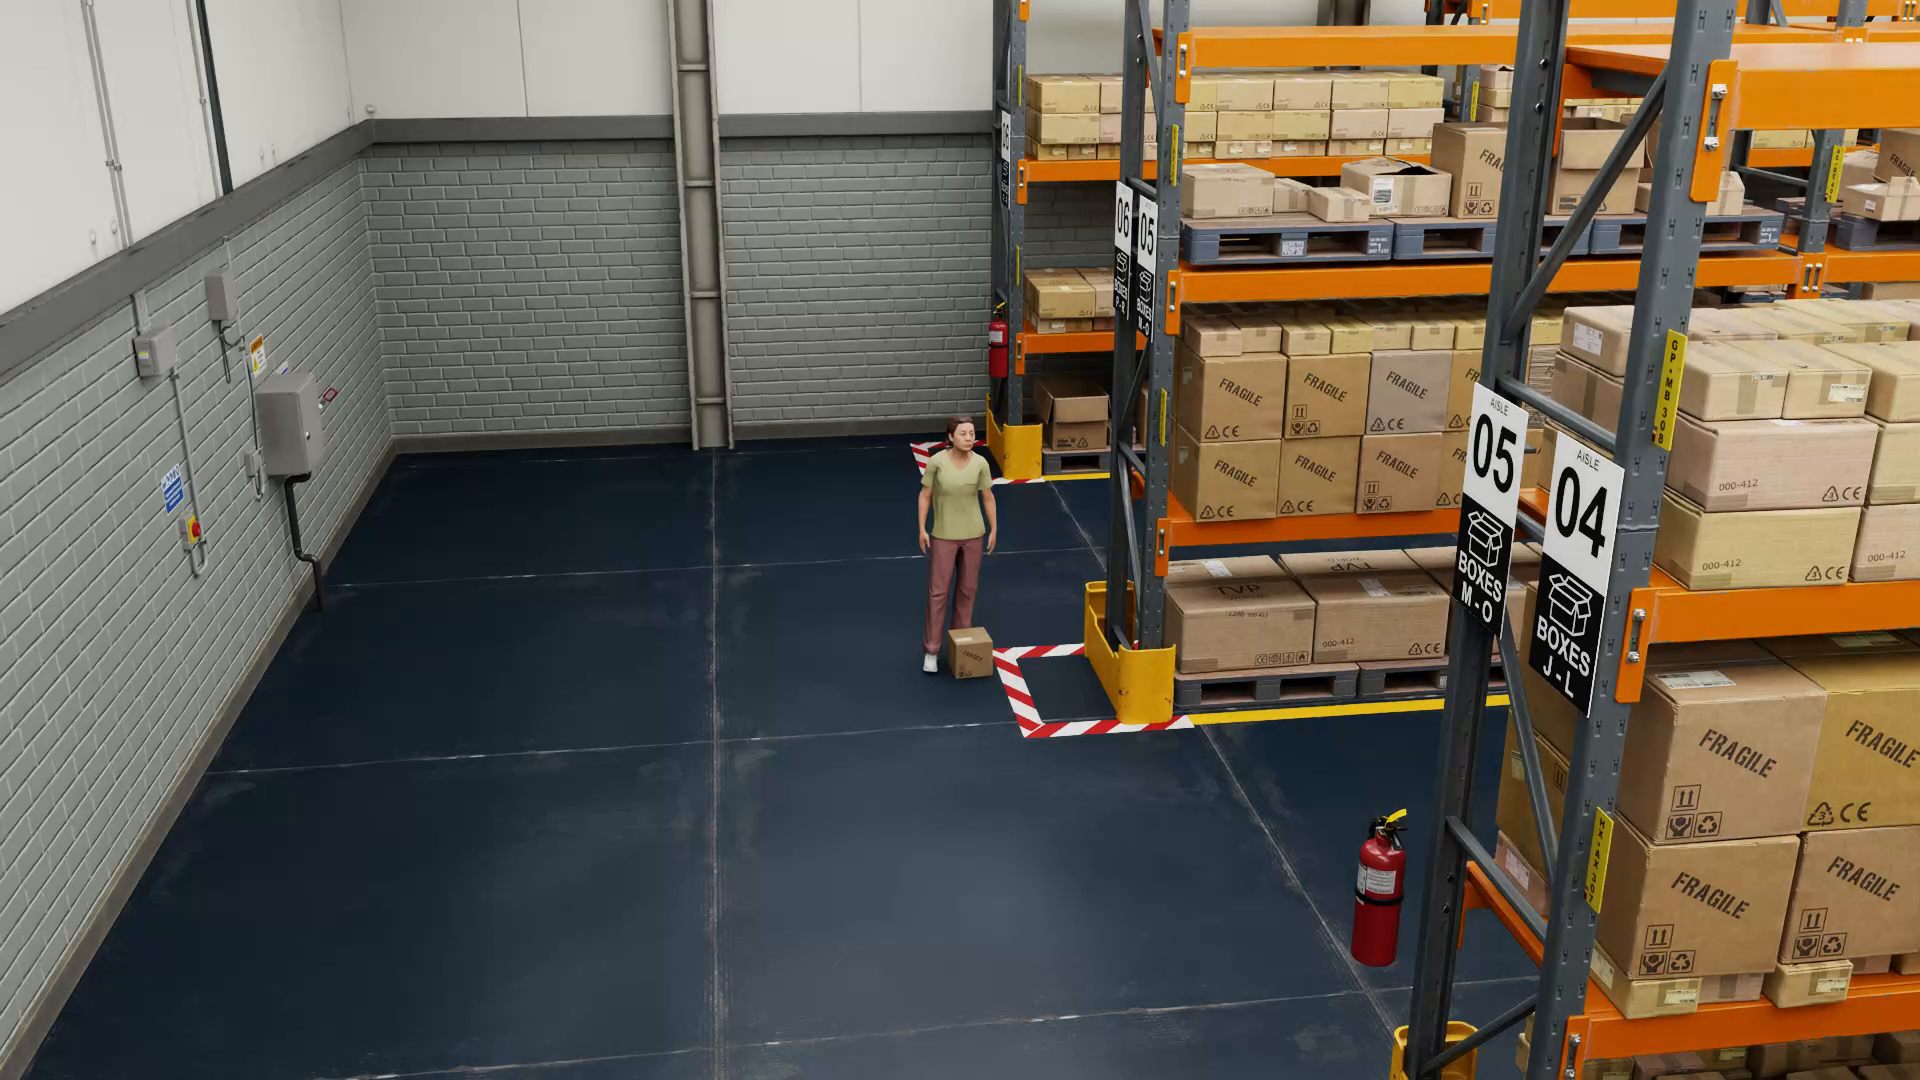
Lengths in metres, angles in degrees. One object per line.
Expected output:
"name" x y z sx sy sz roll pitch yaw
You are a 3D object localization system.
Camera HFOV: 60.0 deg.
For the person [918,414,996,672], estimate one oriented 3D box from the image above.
"person" -0.010 0.005 11.035 0.553 1.673 0.547 -4 20 -10
